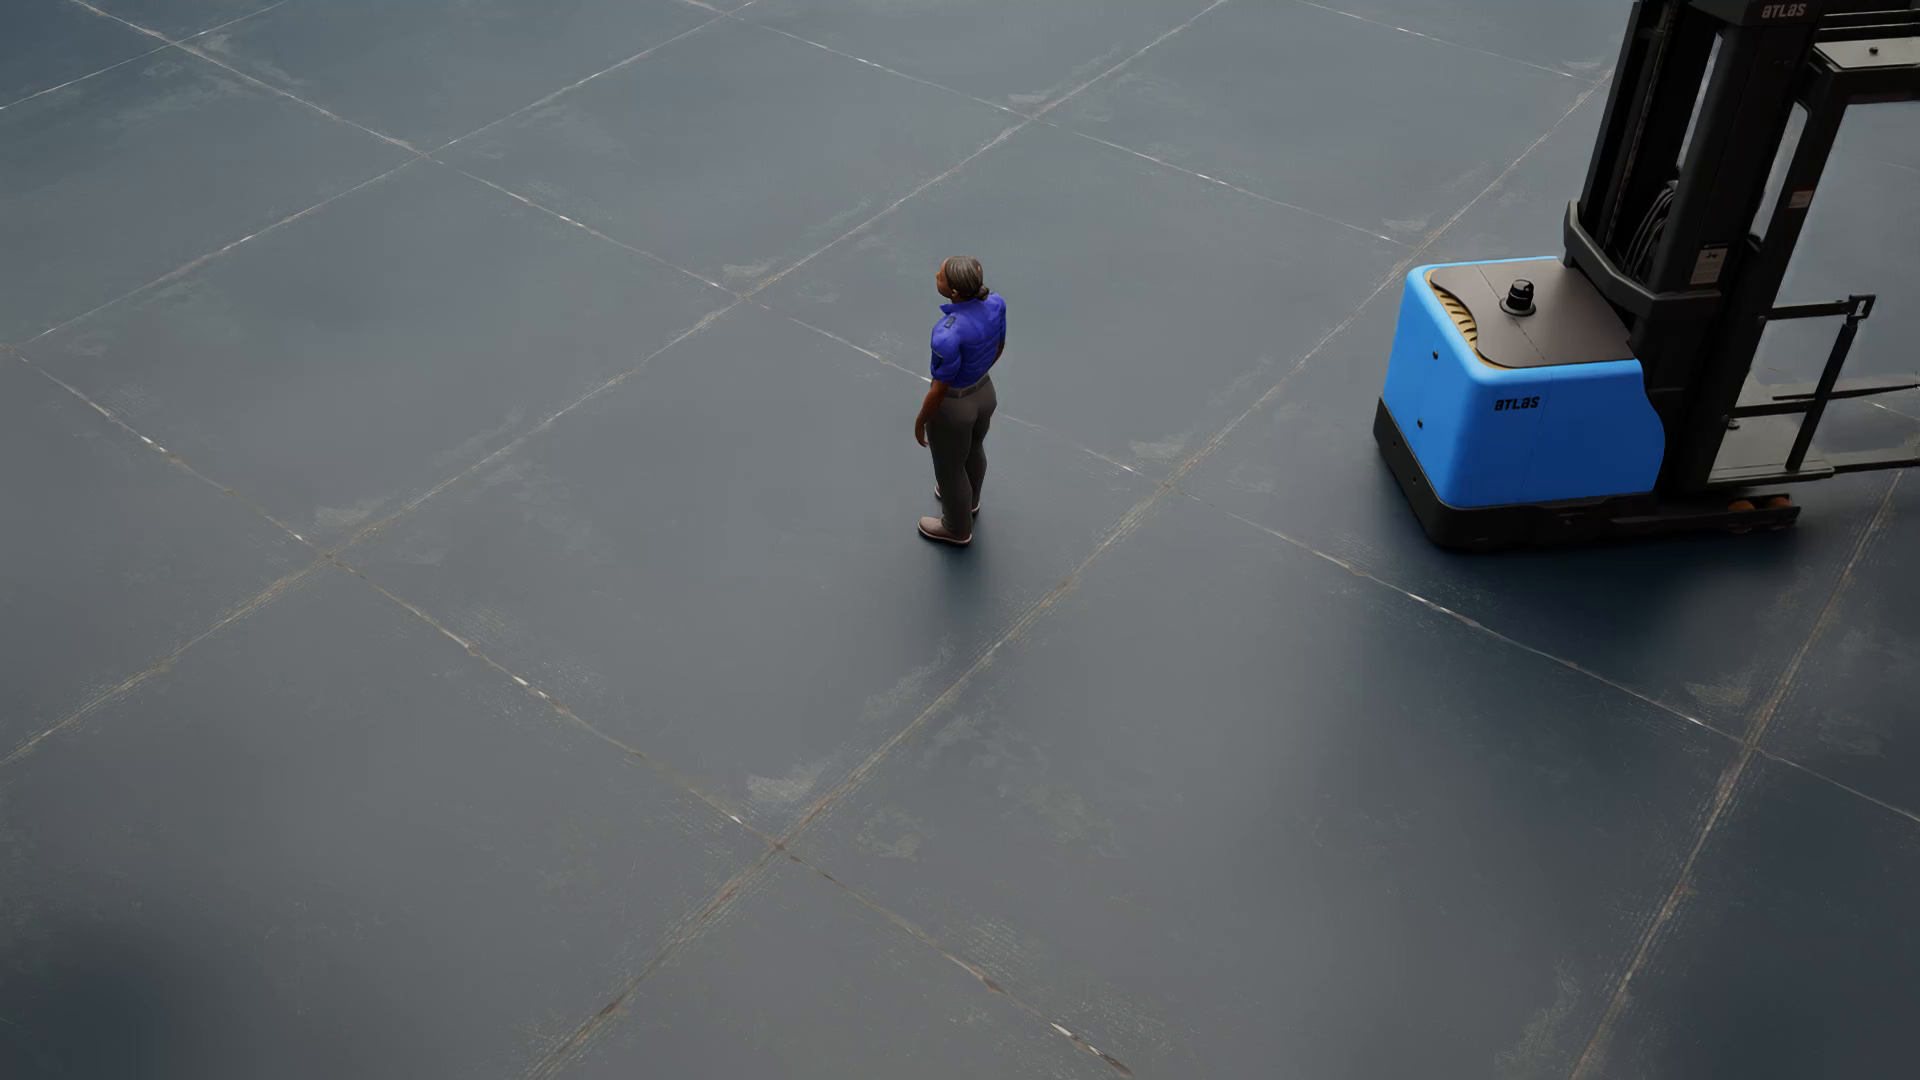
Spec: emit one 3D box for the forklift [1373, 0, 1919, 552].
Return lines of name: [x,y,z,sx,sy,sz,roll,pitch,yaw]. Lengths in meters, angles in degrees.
forklift: [3.766,-1.486,7.817,3.031,2.935,1.130,-5,41,-6]

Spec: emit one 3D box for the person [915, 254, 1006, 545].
person: [-0.058,-0.679,7.844,0.504,1.654,0.570,26,47,28]
